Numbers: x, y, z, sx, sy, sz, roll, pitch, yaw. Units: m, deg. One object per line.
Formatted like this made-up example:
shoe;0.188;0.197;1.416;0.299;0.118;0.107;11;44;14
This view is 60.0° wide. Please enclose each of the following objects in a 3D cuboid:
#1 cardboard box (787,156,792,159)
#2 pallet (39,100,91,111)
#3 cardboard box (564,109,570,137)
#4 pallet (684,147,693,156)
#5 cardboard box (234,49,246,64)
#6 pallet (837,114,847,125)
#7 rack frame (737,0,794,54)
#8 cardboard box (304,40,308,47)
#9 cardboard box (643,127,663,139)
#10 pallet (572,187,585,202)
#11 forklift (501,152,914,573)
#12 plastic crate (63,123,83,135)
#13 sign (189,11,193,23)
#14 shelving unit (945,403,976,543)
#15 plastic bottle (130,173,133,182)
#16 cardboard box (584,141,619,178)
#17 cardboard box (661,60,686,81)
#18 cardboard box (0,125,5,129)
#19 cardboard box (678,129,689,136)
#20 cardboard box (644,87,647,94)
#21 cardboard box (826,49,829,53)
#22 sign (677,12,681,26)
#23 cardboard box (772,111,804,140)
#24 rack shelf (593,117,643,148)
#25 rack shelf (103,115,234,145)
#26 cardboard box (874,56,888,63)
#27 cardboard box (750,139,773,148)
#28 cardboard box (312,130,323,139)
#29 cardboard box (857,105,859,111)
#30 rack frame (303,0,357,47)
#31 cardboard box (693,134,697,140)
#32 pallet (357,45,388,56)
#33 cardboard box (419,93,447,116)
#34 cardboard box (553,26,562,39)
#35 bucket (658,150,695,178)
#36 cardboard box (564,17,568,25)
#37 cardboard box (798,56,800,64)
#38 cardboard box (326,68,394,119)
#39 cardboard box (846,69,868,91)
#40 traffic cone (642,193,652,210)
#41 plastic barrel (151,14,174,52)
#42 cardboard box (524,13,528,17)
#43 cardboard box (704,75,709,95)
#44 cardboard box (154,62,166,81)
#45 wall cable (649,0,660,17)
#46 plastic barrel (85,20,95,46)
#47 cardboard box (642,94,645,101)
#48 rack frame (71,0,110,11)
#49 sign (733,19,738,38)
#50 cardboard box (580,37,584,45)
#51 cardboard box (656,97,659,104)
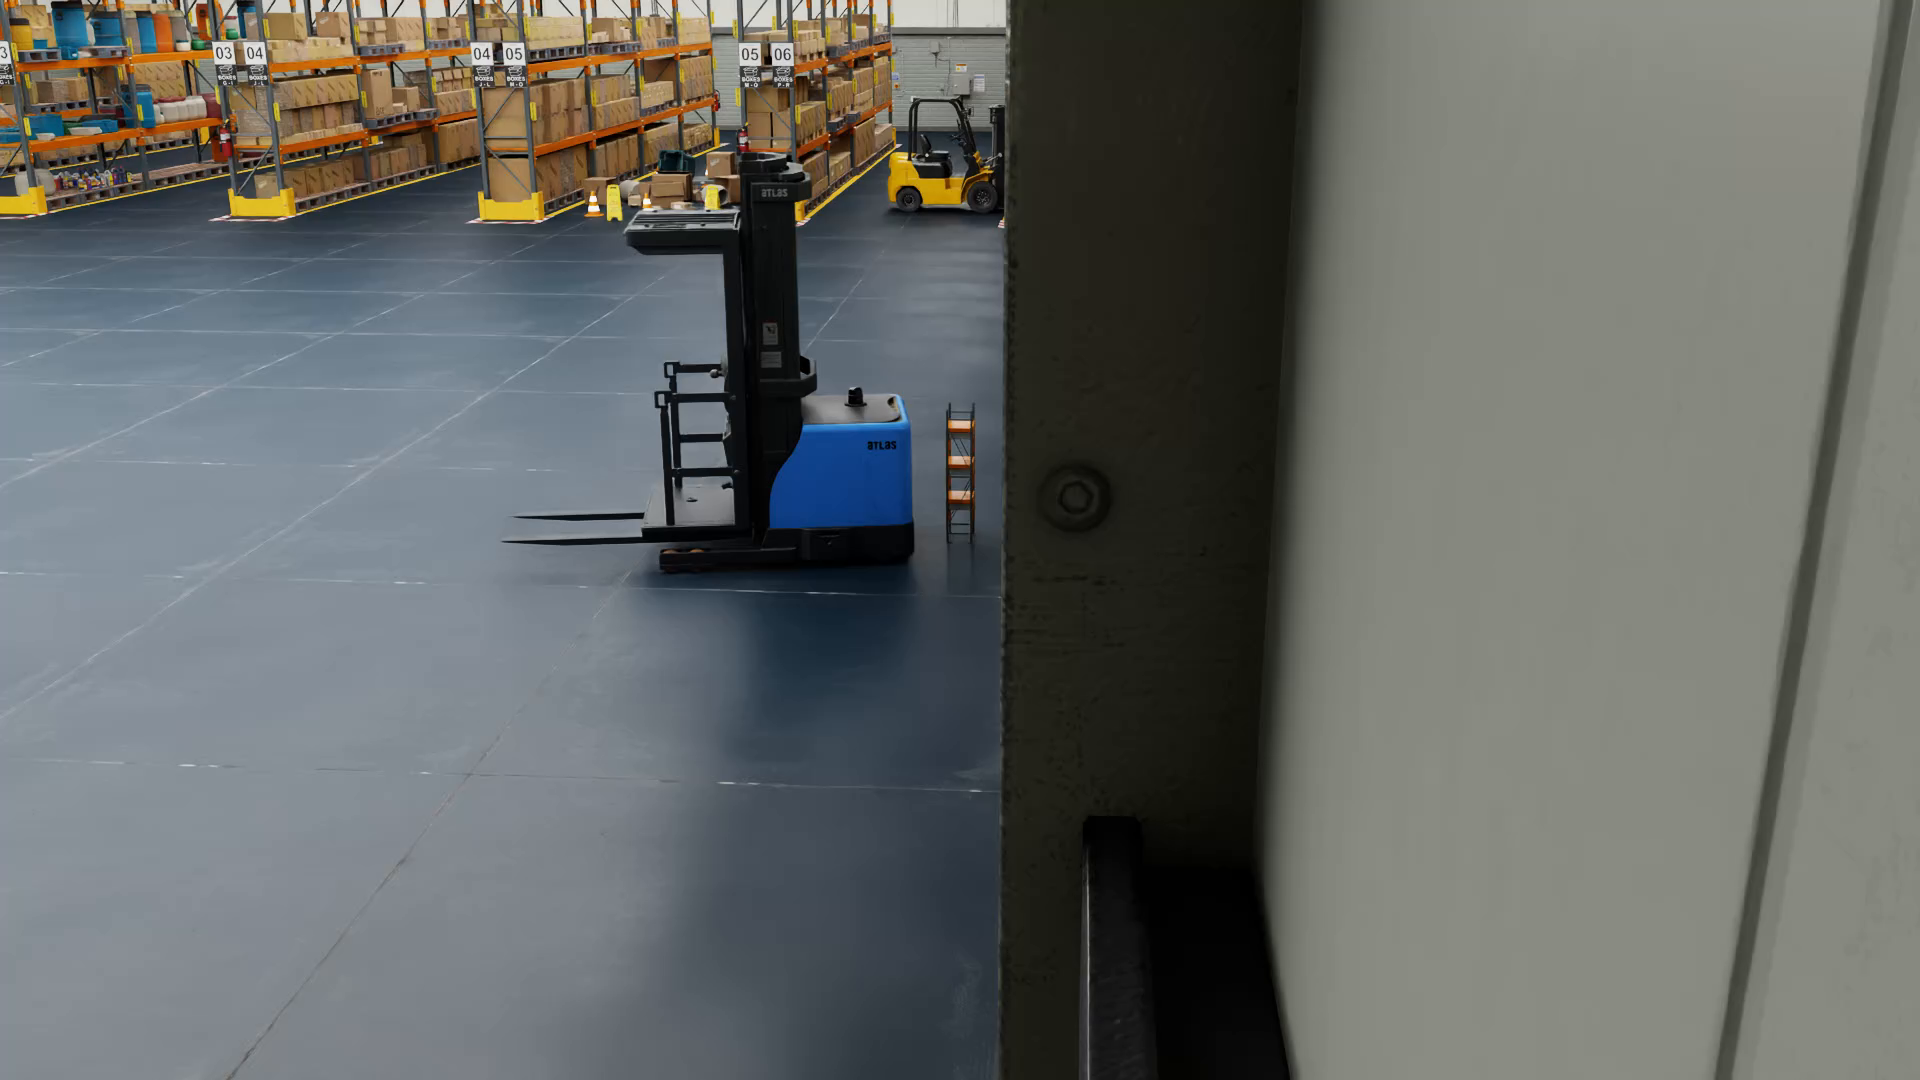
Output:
cardboard box;-3.625;-7.432;33.324;0.500;0.500;0.500;2;18;7
pallet;-22.591;-10.886;41.637;1.003;0.211;1.213;1;18;4
cardboard box;-8.379;-8.387;33.459;0.875;0.550;0.550;1;18;4
pallet;-7.606;-10.135;43.516;1.003;0.211;1.213;1;18;4
cardboard box;-13.638;-9.176;31.533;0.500;0.250;0.500;2;18;5
pallet;-3.062;-9.223;36.561;1.003;0.211;1.213;1;18;4
rack frame;-3.534;-10.296;29.893;1.000;3.000;0.127;1;18;4
cardboard box;-13.070;-9.772;32.712;0.380;0.149;0.250;1;18;3
cardboard box;-7.530;-9.897;40.444;0.500;0.250;0.500;1;18;4
pallet;-8.324;-7.207;34.579;1.003;0.211;1.213;1;18;4
forklift;-1.893;-1.324;12.257;3.031;2.935;1.130;-2;18;-6
plastic crate;-18.451;-8.503;34.397;0.450;0.188;0.662;1;18;4
sign;-21.600;-14.685;46.684;0.100;0.325;0.005;1;18;4
shelving unit;0.004;-0.516;12.810;0.215;1.050;0.252;1;18;4
plastic bottle;-17.787;-7.779;35.633;0.097;0.201;0.097;0;18;0
cardboard box;-8.164;-8.391;36.653;1.050;0.750;0.750;1;18;4
cardboard box;-7.343;-12.050;42.636;0.500;0.500;0.500;2;18;5
cardboard box;-27.115;-11.448;46.382;0.700;0.500;0.500;1;18;2
cardboard box;-7.343;-10.726;43.790;0.380;0.149;0.250;1;18;2
cardboard box;-7.640;-10.671;39.444;0.380;0.149;0.250;1;18;4
cardboard box;-3.042;-10.930;36.479;0.797;0.503;0.637;1;18;4
sign;-7.065;-13.098;41.799;0.100;0.325;0.005;1;18;4
cardboard box;-3.224;-7.775;31.195;0.500;0.500;0.500;1;18;3
rack shelf;-8.049;-9.046;36.868;1.077;0.370;4.000;1;18;4
rack shelf;-17.929;-9.299;37.639;1.077;0.370;4.000;1;18;4
cardboard box;-2.142;-12.968;44.874;0.380;0.149;0.250;1;18;3
cardboard box;-3.721;-7.447;31.235;0.380;0.149;0.250;2;18;6
cardboard box;-12.956;-8.094;33.210;0.380;0.149;0.250;1;18;4
cardboard box;-2.655;-10.165;39.368;0.500;0.250;0.500;1;18;2
rack frame;-13.132;-11.759;34.359;1.000;3.000;0.127;1;18;4
cardboard box;-7.216;-10.745;44.326;0.380;0.149;0.250;1;18;3
pallet;-12.981;-10.434;35.434;1.213;0.211;1.003;1;18;4
cardboard box;-12.539;-10.343;39.512;0.500;0.500;0.500;2;18;6
cardboard box;-8.081;-9.881;32.373;0.500;0.250;0.500;1;18;4
bucket;-5.902;-7.840;34.847;0.726;0.611;0.620;8;10;23
cardboard box;-7.972;-10.263;32.898;0.380;0.149;0.250;1;18;4
cardboard box;-3.204;-9.012;31.195;0.380;0.149;0.250;2;18;5
cardboard box;-12.935;-9.637;35.878;1.000;1.000;1.000;1;18;4
cardboard box;-2.541;-11.232;40.619;0.500;0.500;0.500;2;18;6
traffic cone;-5.922;-6.321;31.471;0.336;0.463;0.334;1;18;4
plastic barrel;-18.108;-11.438;37.505;0.600;0.830;0.708;1;18;4
cardboard box;-12.255;-14.193;45.608;0.700;0.500;0.500;0;18;1
cardboard box;-7.149;-12.377;45.241;0.500;0.500;0.500;1;18;3
cardboard box;-22.015;-12.759;45.277;0.500;0.500;0.500;2;18;6
wall cable;-8.428;-18.694;50.357;2.277;5.999;0.120;1;18;4
plastic barrel;-18.299;-10.568;34.686;0.421;0.512;0.421;0;18;0
cardboard box;-7.653;-10.460;39.280;0.380;0.149;0.250;2;18;7
rack frame;-22.439;-14.466;42.621;1.000;3.000;0.127;1;18;4
sign;-4.086;-9.310;30.279;0.100;0.325;0.005;1;18;4
cardboard box;-7.899;-10.199;33.984;0.380;0.149;0.250;1;18;4
cardboard box;-7.559;-10.716;40.539;0.380;0.149;0.250;1;18;2
